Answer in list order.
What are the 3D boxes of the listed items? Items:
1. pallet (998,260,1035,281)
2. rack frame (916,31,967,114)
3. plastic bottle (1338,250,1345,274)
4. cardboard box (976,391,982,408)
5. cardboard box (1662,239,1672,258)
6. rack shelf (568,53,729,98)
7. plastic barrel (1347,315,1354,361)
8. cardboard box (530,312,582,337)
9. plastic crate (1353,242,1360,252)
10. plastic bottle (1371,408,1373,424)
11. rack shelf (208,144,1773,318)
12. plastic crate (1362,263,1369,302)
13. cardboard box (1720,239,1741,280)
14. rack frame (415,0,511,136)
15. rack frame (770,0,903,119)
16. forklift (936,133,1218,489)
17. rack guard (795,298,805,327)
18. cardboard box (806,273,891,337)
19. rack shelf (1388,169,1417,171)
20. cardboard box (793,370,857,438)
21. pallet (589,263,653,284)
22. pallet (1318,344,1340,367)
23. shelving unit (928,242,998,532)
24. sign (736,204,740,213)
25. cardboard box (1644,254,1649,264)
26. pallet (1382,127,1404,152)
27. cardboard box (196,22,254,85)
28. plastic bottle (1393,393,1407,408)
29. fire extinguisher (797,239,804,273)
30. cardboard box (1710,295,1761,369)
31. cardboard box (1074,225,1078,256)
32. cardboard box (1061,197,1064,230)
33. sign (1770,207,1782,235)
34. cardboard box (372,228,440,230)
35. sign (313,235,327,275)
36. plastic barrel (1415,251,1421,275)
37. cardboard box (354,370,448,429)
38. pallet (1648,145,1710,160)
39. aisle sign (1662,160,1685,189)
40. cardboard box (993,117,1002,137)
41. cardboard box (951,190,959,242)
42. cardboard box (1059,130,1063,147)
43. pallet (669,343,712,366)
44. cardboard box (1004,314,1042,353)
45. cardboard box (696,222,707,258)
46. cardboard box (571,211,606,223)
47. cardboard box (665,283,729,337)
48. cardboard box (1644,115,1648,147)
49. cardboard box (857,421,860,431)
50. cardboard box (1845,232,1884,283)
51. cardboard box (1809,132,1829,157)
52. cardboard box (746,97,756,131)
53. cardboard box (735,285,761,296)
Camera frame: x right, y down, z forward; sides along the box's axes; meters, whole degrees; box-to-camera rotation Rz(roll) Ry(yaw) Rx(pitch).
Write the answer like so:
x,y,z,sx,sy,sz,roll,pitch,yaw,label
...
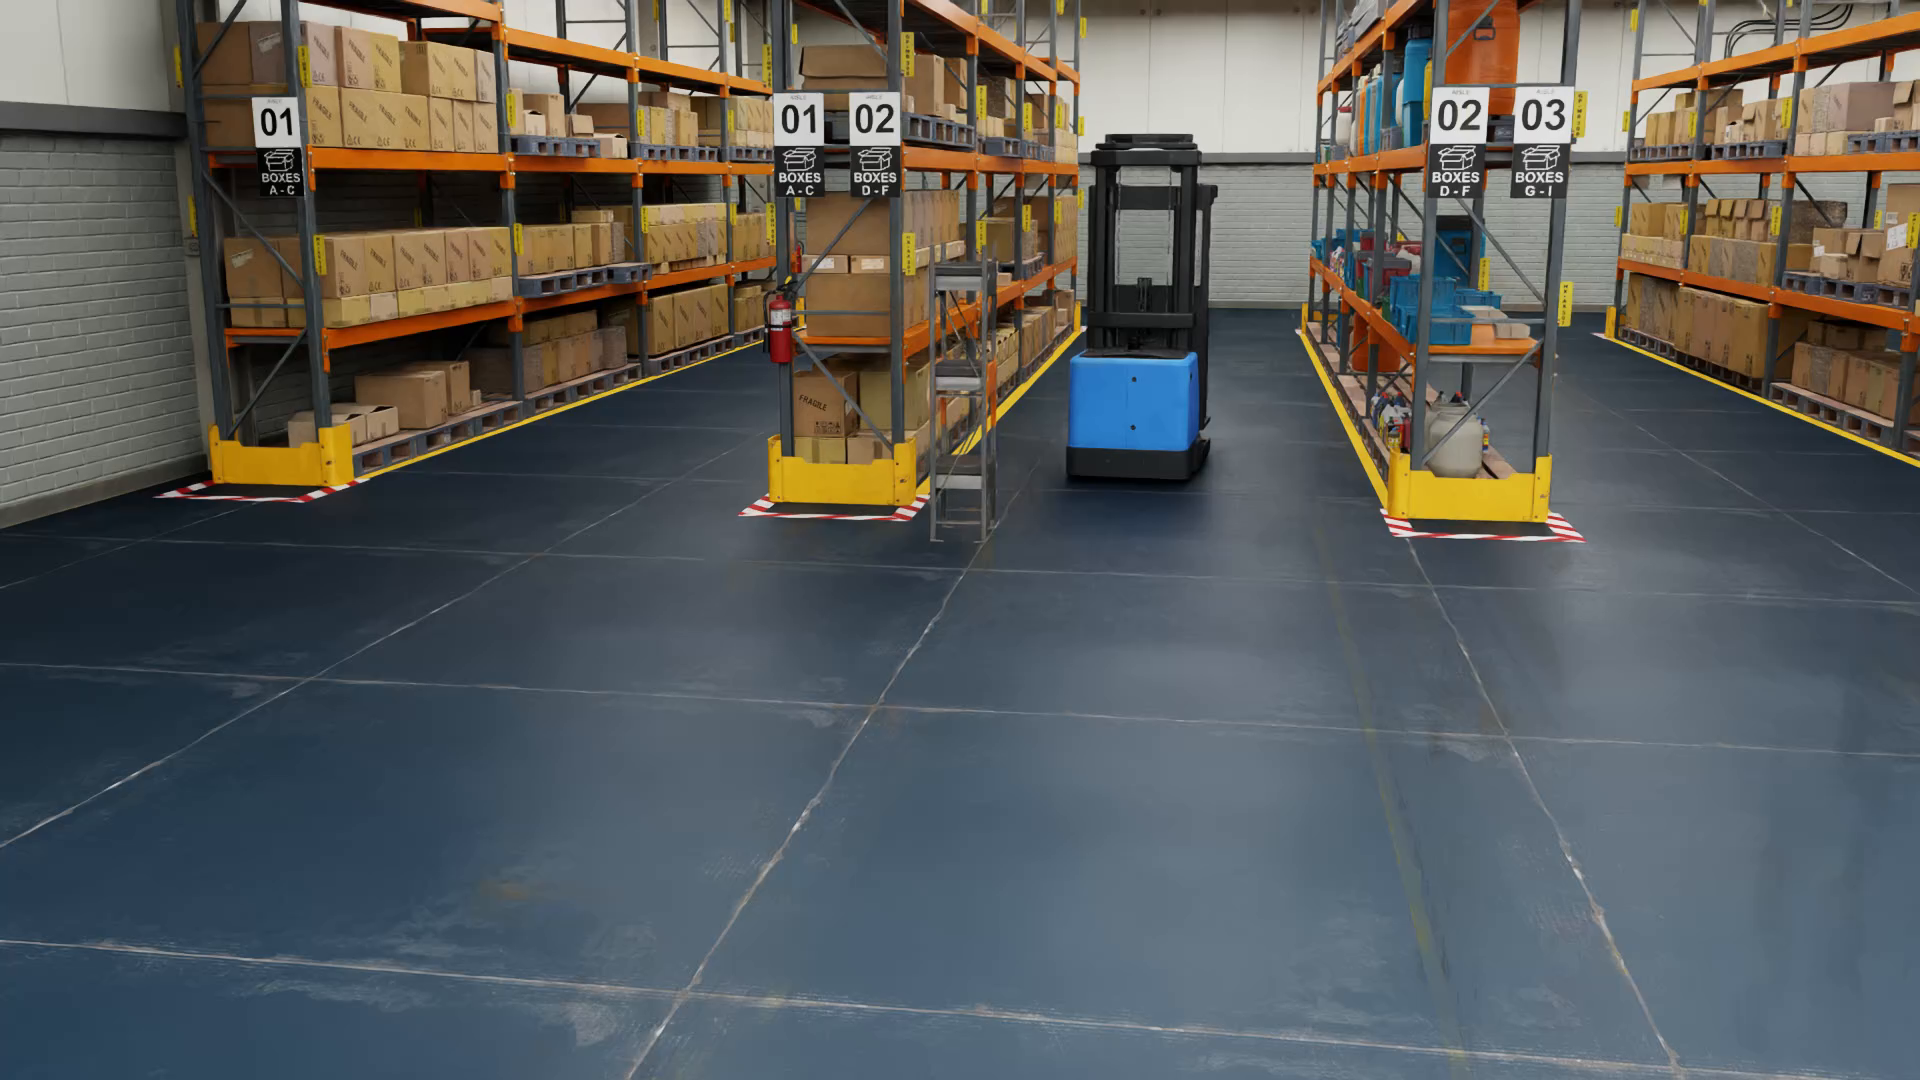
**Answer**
x,y,z,sx,sy,sz,roll,pitch,yaw,label
0.317,-3.511,21.622,1.213,0.211,1.003,2,12,9,pallet
-0.336,-5.562,16.442,0.949,2.616,0.053,2,12,9,rack frame
5.058,-3.644,21.900,0.144,0.351,0.185,2,12,9,plastic bottle
-0.026,-1.566,17.671,0.500,0.250,0.500,2,12,7,cardboard box
10.571,-4.253,24.258,0.500,0.250,0.500,2,12,10,cardboard box
-4.306,-6.423,23.096,1.077,0.370,4.000,2,12,9,rack shelf
5.408,-2.665,21.964,0.600,0.588,0.708,2,12,9,plastic barrel
10.653,-4.184,22.107,30.560,2.479,9.718,2,12,8,cardboard box
6.208,-4.417,25.506,0.437,0.282,0.530,2,12,9,plastic crate
4.047,-1.221,16.135,0.097,0.201,0.097,0,12,0,plastic bottle
2.421,-3.346,18.547,15.937,1.870,12.000,2,12,9,rack shelf
4.423,-2.700,17.439,0.392,0.384,0.575,2,12,9,plastic crate
10.139,-3.617,21.421,0.500,0.500,0.500,2,12,10,cardboard box
-5.228,-5.722,17.182,1.000,3.000,0.127,2,12,9,rack frame
-0.948,-4.729,12.578,1.000,3.000,0.127,2,12,9,rack frame
1.221,-1.958,14.120,1.623,2.935,5.548,3,12,13,forklift
-3.379,-4.070,29.692,1.175,0.500,0.348,2,12,9,rack guard
-0.864,-1.942,13.648,0.700,0.500,0.500,2,12,9,cardboard box
5.484,-4.927,21.860,0.919,0.124,3.809,2,12,9,rack shelf
-1.160,-1.146,13.939,0.500,0.500,0.500,2,12,9,cardboard box
-4.618,-3.376,20.994,1.213,0.211,1.003,2,12,9,pallet
5.631,-2.611,23.607,1.003,0.211,1.213,2,12,9,pallet
0.026,-1.061,11.934,0.431,2.100,0.499,2,12,9,shelving unit
-3.930,-5.768,29.395,0.100,0.325,0.005,2,12,9,sign
10.684,-4.299,25.419,0.380,0.149,0.250,2,12,7,cardboard box
4.546,-3.689,15.317,1.213,0.211,1.003,2,12,9,pallet
-6.036,-4.068,13.973,0.500,0.500,0.500,2,12,11,cardboard box
4.169,-1.229,15.819,0.144,0.351,0.185,2,12,9,plastic bottle
-2.904,-5.083,29.529,0.296,0.674,0.183,2,12,9,fire extinguisher
10.341,-2.635,21.147,1.225,0.875,0.875,2,12,9,cardboard box
1.713,-5.074,28.180,0.500,0.500,0.500,2,12,10,cardboard box
1.327,-5.029,25.596,0.500,0.500,0.500,1,12,7,cardboard box
9.521,-3.723,19.402,0.100,0.325,0.005,2,12,9,sign
-5.590,-2.893,16.827,0.500,0.500,0.500,2,12,8,cardboard box
-5.307,-2.362,13.778,0.100,0.325,0.005,2,12,9,sign
4.925,-2.726,17.202,0.433,0.535,0.433,0,12,0,plastic barrel
-5.398,-1.360,16.074,0.700,0.500,0.500,1,12,5,cardboard box
11.011,-5.819,24.965,1.003,0.211,1.213,2,12,9,pallet
11.608,-6.082,26.922,0.394,0.787,0.004,2,12,9,aisle sign
0.205,-4.854,19.637,0.500,0.250,0.500,2,12,10,cardboard box
-0.395,-3.220,16.496,0.700,0.500,0.500,2,12,9,cardboard box
1.293,-6.129,25.363,0.500,0.250,0.500,2,12,9,cardboard box
-4.227,-2.673,23.897,1.003,0.211,1.213,2,12,9,pallet
0.867,-2.863,23.046,0.500,0.500,0.500,1,12,7,cardboard box
-3.974,-4.343,24.036,0.500,0.500,0.500,2,12,9,cardboard box
-4.671,-4.062,20.902,0.380,0.149,0.250,0,12,-1,cardboard box
-3.970,-3.469,25.077,0.750,0.750,0.750,2,12,9,cardboard box
11.273,-6.465,26.280,0.700,0.500,0.500,1,12,5,cardboard box
-1.093,-0.883,14.502,0.500,0.250,0.500,2,12,9,cardboard box
9.630,-2.927,17.213,0.797,0.503,0.637,3,13,14,cardboard box
9.667,-4.337,18.232,0.500,0.250,0.500,2,12,10,cardboard box
-3.538,-6.715,26.252,0.500,0.500,0.500,2,12,7,cardboard box
-3.469,-4.081,27.207,0.380,0.149,0.250,2,12,7,cardboard box
